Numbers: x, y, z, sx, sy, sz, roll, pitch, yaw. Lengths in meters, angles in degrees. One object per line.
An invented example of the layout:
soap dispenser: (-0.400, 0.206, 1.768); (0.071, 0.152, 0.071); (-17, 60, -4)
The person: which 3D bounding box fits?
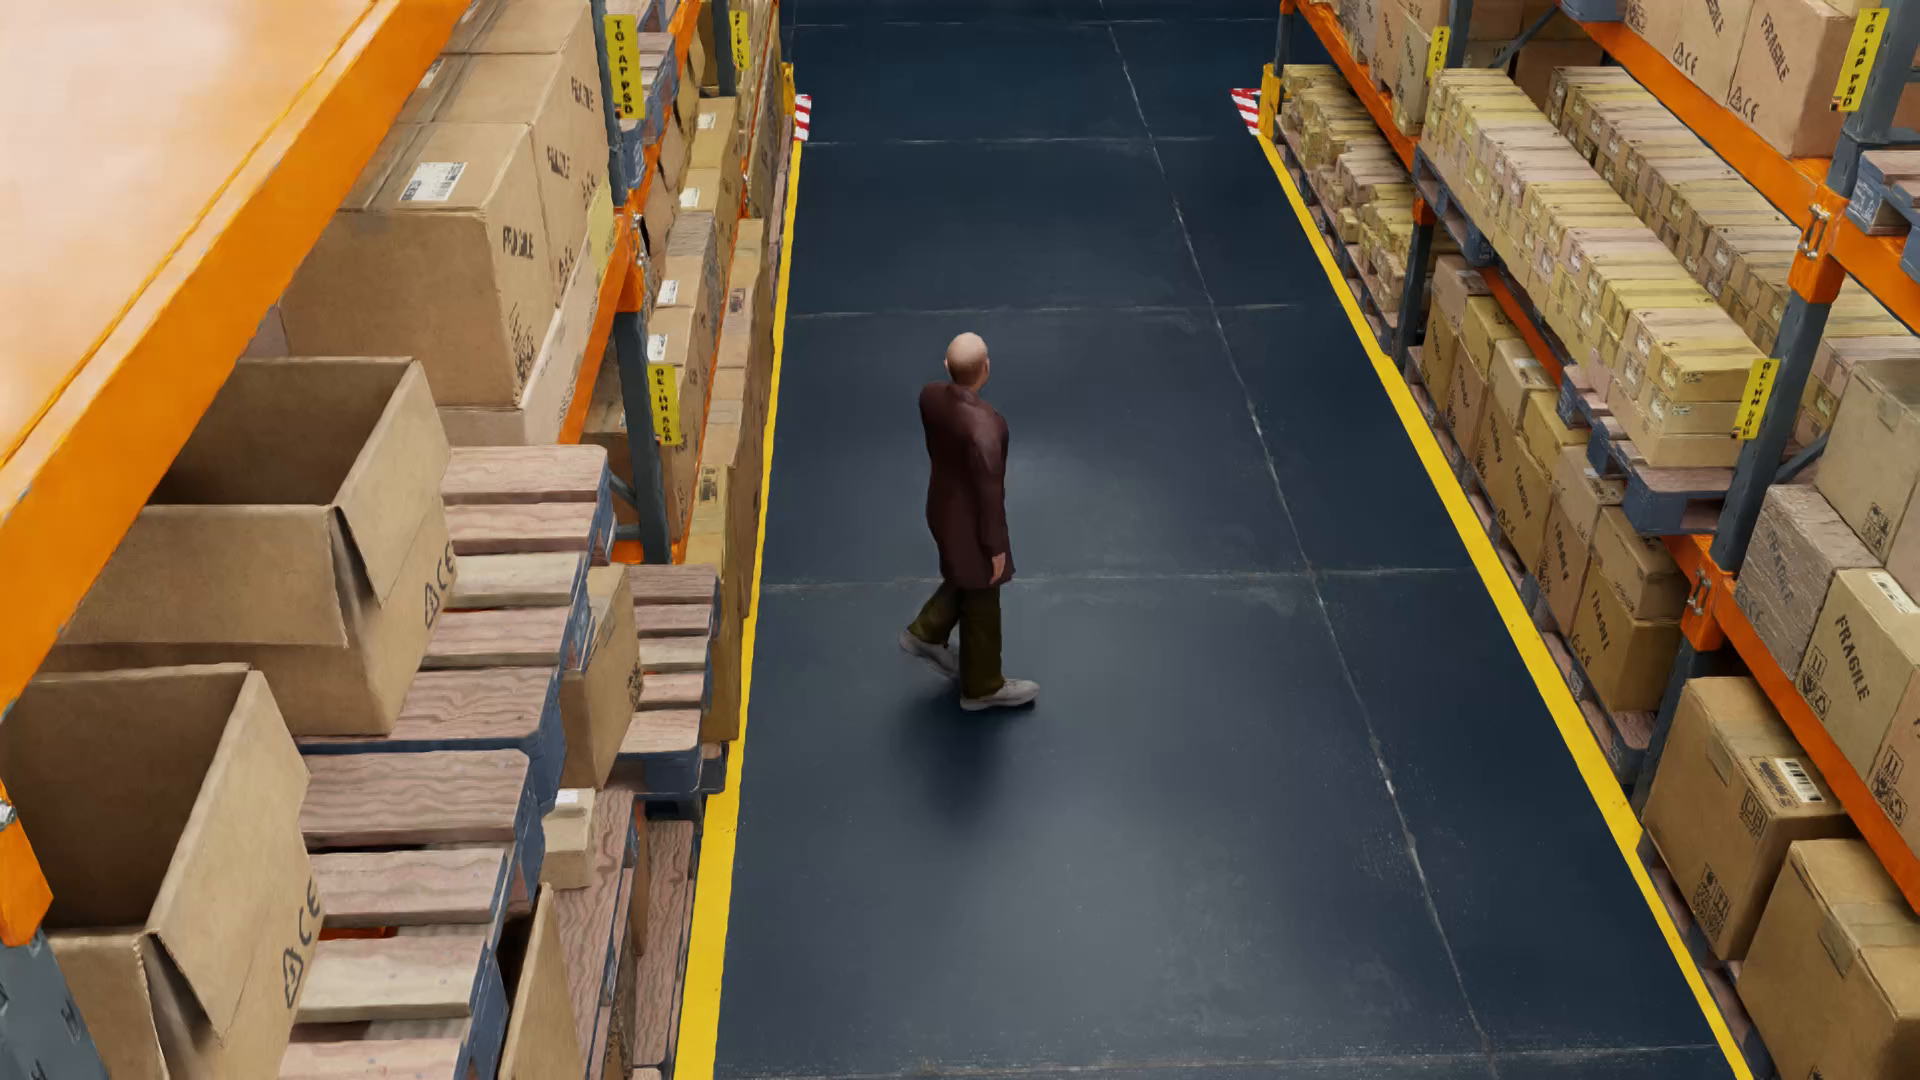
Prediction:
person: (0.003, -0.077, 7.305); (0.555, 1.762, 0.640); (-16, 38, -22)
